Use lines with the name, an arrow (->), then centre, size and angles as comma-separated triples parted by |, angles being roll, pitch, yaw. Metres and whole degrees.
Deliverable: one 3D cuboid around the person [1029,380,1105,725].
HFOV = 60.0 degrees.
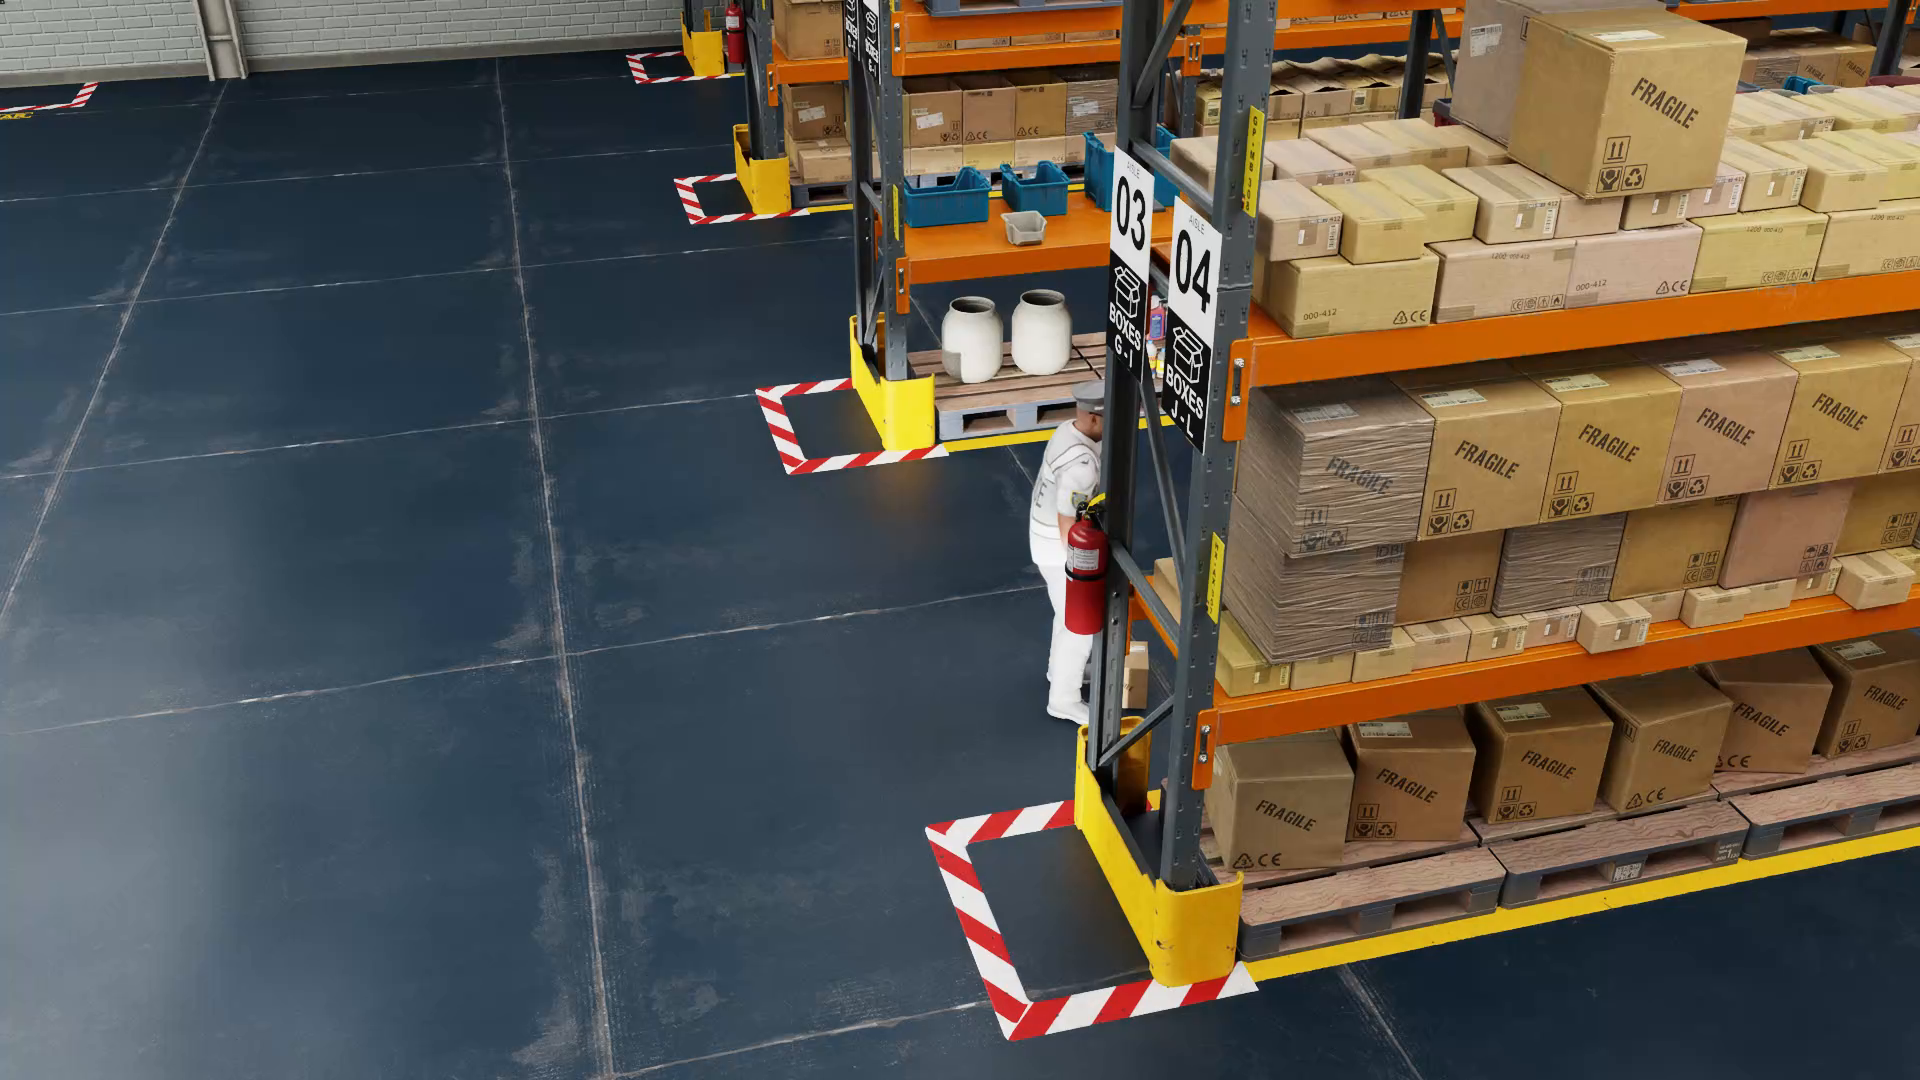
person -> 0.558, 0.038, 8.168 | 0.438, 1.747, 0.584 | 2, 30, 3
